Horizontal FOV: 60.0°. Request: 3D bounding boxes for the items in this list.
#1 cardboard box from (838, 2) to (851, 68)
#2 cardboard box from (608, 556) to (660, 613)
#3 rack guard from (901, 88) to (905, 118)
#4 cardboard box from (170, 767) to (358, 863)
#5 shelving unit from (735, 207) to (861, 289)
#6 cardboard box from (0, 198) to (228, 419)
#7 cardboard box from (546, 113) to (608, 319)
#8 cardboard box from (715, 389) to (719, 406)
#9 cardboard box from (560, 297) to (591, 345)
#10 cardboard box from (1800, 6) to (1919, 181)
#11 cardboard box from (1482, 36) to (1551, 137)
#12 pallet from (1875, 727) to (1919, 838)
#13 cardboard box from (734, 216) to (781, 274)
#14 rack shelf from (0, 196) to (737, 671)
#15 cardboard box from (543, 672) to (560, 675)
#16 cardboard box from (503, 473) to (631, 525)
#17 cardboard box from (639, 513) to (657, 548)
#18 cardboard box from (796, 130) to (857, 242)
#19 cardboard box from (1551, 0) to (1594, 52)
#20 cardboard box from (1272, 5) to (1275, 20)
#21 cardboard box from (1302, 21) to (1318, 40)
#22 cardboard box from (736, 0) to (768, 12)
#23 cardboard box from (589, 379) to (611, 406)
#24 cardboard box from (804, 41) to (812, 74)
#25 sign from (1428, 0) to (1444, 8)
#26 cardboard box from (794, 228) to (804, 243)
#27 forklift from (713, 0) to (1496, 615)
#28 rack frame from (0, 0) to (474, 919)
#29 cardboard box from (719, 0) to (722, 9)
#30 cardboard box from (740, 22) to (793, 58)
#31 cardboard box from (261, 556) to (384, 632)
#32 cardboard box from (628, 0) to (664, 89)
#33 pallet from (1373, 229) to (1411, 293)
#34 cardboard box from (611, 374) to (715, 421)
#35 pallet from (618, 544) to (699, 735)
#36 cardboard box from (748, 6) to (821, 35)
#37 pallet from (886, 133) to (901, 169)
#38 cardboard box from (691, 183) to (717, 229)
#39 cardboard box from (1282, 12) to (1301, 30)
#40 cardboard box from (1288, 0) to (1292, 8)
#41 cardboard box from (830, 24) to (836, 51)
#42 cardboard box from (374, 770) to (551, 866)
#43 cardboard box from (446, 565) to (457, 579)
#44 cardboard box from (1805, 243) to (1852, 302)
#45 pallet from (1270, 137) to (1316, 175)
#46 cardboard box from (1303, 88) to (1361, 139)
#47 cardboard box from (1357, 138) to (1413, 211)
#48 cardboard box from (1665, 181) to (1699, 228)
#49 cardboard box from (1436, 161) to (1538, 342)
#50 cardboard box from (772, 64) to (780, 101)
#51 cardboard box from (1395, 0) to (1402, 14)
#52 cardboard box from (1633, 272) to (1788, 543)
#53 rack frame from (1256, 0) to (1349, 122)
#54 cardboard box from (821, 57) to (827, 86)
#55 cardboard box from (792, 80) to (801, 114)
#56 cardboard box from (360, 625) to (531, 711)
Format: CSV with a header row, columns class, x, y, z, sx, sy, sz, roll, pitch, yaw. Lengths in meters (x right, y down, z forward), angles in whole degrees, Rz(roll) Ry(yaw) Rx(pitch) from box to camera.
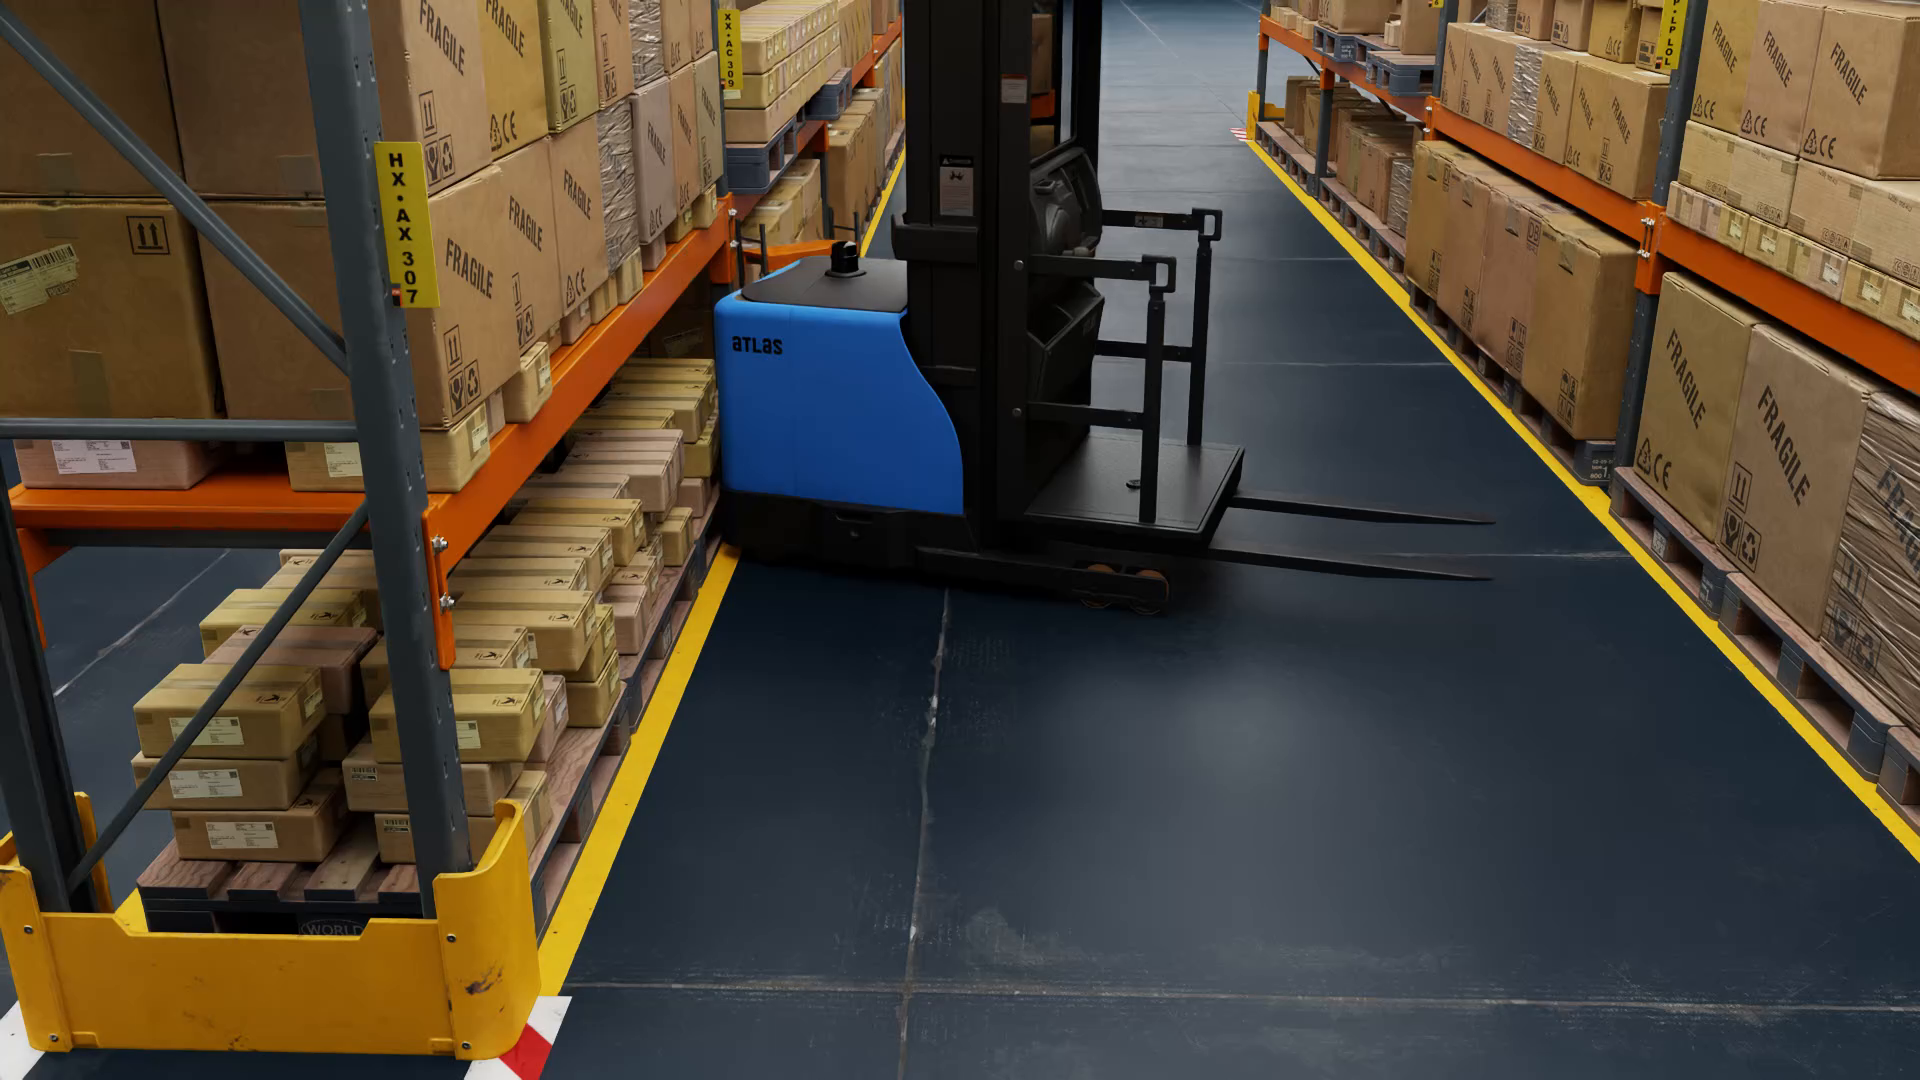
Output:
class,x,y,z,sx,sy,sz,roll,pitch,yaw
cardboard box,-1.081,-3.686,12.244,0.500,0.500,0.500,1,21,2
cardboard box,-1.267,0.167,5.814,0.380,0.149,0.250,1,21,2
rack guard,-1.149,-4.850,18.837,1.175,0.500,0.348,1,21,2
cardboard box,-1.829,0.719,4.389,0.380,0.149,0.250,1,21,3
shelving unit,-0.710,-0.886,7.636,0.503,1.200,0.258,-15,23,-34
cardboard box,-1.880,-0.572,3.807,0.500,0.500,0.500,1,21,3
cardboard box,-1.328,-0.937,4.747,0.500,0.500,0.500,1,21,2
cardboard box,-1.207,-0.556,7.264,0.380,0.149,0.250,1,21,3
cardboard box,-1.332,-0.689,5.005,0.380,0.149,0.250,0,21,1
cardboard box,3.136,-1.458,5.400,0.500,0.500,0.500,0,21,0
cardboard box,3.249,-2.525,9.251,0.500,0.500,0.500,0,21,1
pallet,3.264,0.880,4.470,1.003,0.211,1.213,1,21,2
cardboard box,-1.215,-1.505,8.598,0.500,0.250,0.500,1,21,3
rack shelf,-1.576,-0.609,5.447,1.077,0.370,4.000,1,21,2
cardboard box,-1.380,0.399,4.804,0.380,0.149,0.250,1,21,2
cardboard box,-1.349,-0.119,5.727,0.380,0.149,0.250,1,21,2
cardboard box,-1.315,-0.082,6.043,0.380,0.149,0.250,0,21,-1
cardboard box,-1.285,-2.480,11.804,1.050,0.750,0.750,0,21,1
cardboard box,3.487,-2.795,8.560,0.797,0.503,0.637,1,21,3
cardboard box,3.531,-5.608,17.682,0.380,0.149,0.250,1,21,2
cardboard box,3.377,-4.705,15.354,0.380,0.149,0.250,1,21,2
cardboard box,-1.370,-3.789,11.127,0.700,0.500,0.500,1,21,1
cardboard box,-1.732,-0.689,7.197,0.380,0.149,0.250,1,21,4
cardboard box,-0.998,-2.588,8.907,0.380,0.149,0.250,0,21,1
sign,3.019,-3.528,10.484,0.100,0.325,0.005,1,21,2
cardboard box,-1.171,-1.524,9.686,0.500,0.500,0.500,0,21,-1
forklift,0.596,-1.298,6.322,3.031,2.935,1.130,7,22,16
rack frame,-1.637,-0.221,3.453,1.000,3.000,0.127,1,21,2
cardboard box,-1.618,-3.119,9.865,0.380,0.149,0.250,1,21,1
cardboard box,-1.020,-2.445,8.128,0.380,0.149,0.250,0,21,1
cardboard box,-1.857,0.162,5.002,0.380,0.149,0.250,0,21,-1
cardboard box,-1.299,-1.774,5.523,0.500,0.500,0.500,1,21,3
pallet,3.587,-2.005,11.905,1.003,0.211,1.213,1,21,2
cardboard box,-1.234,-0.587,6.934,0.380,0.149,0.250,1,21,2
pallet,-1.534,0.318,5.918,1.003,0.211,1.213,1,21,2
cardboard box,-0.985,-2.919,9.348,0.380,0.149,0.250,1,21,2
pallet,-1.136,-3.977,16.986,1.003,0.211,1.213,1,21,2
cardboard box,-1.188,-1.350,6.710,0.380,0.149,0.250,0,21,0
cardboard box,3.415,-5.157,16.519,0.380,0.149,0.250,1,21,2
cardboard box,3.865,-5.720,17.075,0.875,0.500,0.500,1,21,2
cardboard box,-0.960,-3.051,10.101,0.380,0.149,0.250,1,21,4
cardboard box,-1.301,0.726,4.372,0.380,0.149,0.250,1,21,3
cardboard box,-1.862,0.111,5.544,0.380,0.149,0.250,2,21,4
cardboard box,3.059,-0.888,5.517,0.380,0.149,0.250,1,21,2
pallet,3.702,-3.855,16.671,1.003,0.211,1.213,1,21,2
cardboard box,3.747,-4.278,16.782,0.500,0.500,0.500,3,21,7
cardboard box,3.593,-2.913,13.236,0.700,0.500,0.500,-1,21,-3
cardboard box,3.098,-1.356,6.725,0.380,0.149,0.250,1,21,2
cardboard box,3.485,-1.657,9.508,1.225,0.875,0.875,1,21,2
cardboard box,-1.037,-2.116,7.692,0.380,0.149,0.250,0,21,1
cardboard box,3.723,-4.085,12.688,0.797,0.503,0.637,3,21,7
cardboard box,3.340,-0.544,6.641,0.875,0.875,0.875,1,21,2
rack frame,3.805,-5.915,18.128,1.000,3.000,0.127,1,21,2
cardboard box,-0.977,-2.736,9.701,0.380,0.149,0.250,0,21,1
cardboard box,-1.013,-2.257,8.466,0.380,0.149,0.250,0,21,-1
cardboard box,-1.393,0.348,4.524,0.380,0.149,0.250,1,21,3
